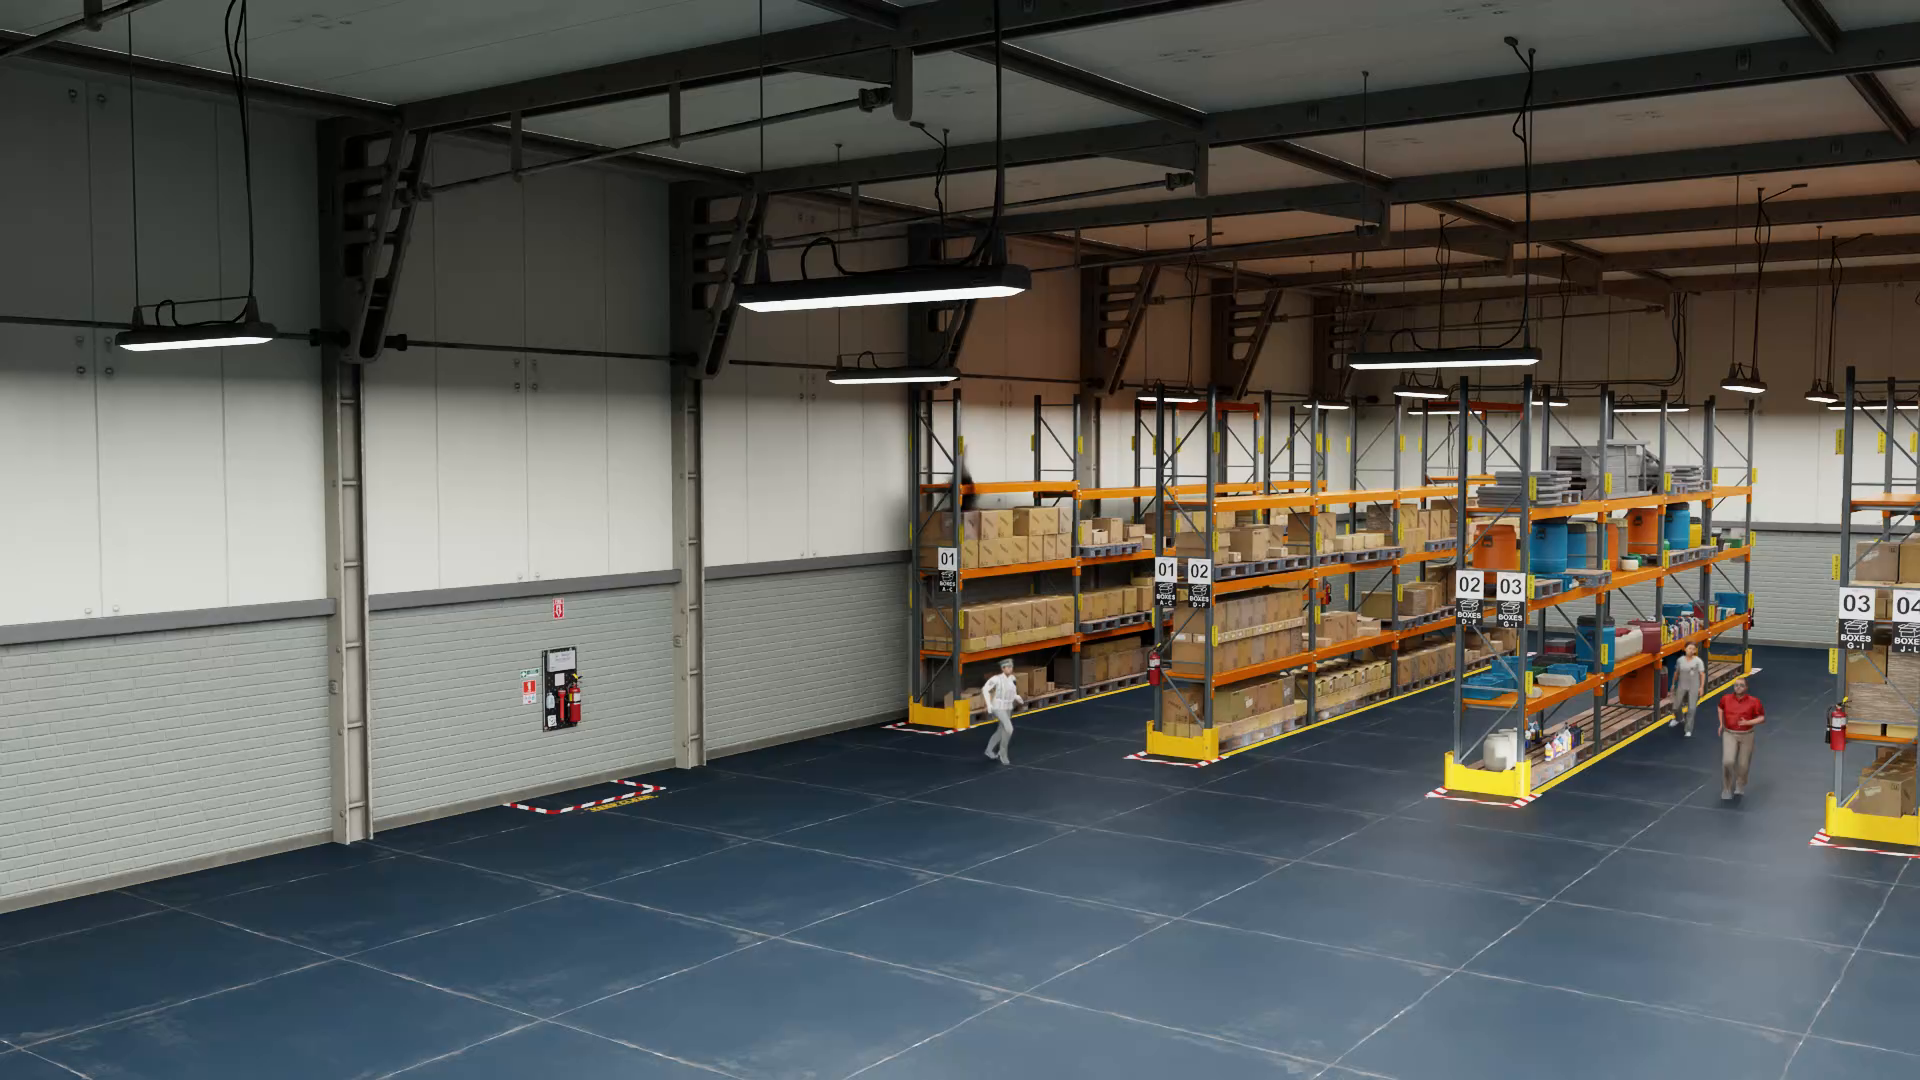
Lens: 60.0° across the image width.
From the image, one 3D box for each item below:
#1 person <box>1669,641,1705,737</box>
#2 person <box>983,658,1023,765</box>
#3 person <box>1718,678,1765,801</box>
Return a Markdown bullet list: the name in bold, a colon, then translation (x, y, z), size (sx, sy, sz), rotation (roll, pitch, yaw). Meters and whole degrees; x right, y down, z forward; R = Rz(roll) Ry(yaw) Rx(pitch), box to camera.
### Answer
- **person**: translation (12.535, 2.548, 28.656), size (0.624, 1.644, 0.644), rotation (2, 4, 35)
- **person**: translation (0.664, 2.690, 26.166), size (0.798, 1.701, 0.550), rotation (3, 5, 44)
- **person**: translation (10.989, 2.818, 23.423), size (0.617, 1.765, 0.726), rotation (2, 4, 28)
